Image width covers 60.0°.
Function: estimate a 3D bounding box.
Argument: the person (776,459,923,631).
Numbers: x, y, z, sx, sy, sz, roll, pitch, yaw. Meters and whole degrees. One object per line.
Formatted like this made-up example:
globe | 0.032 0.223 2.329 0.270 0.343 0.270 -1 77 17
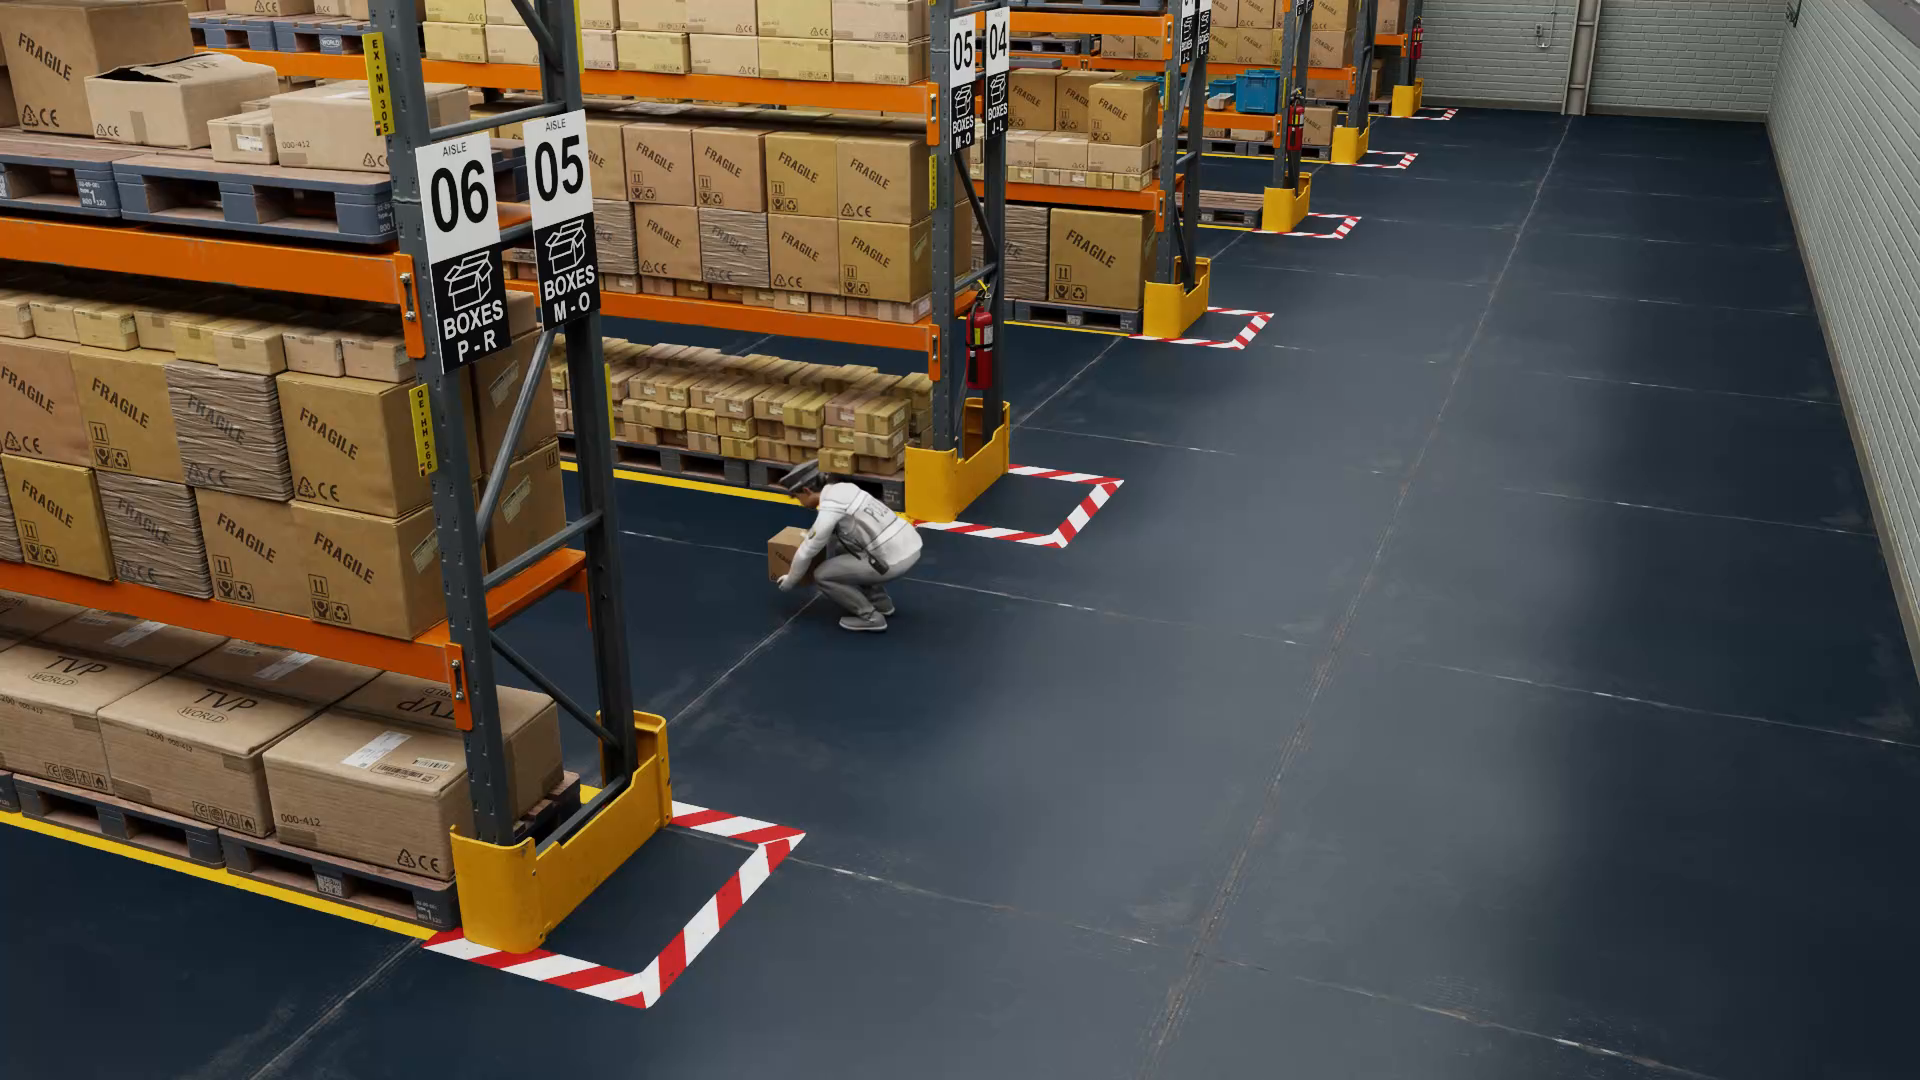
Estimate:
person | -0.632 0.014 9.487 0.824 0.964 0.495 9 24 20
